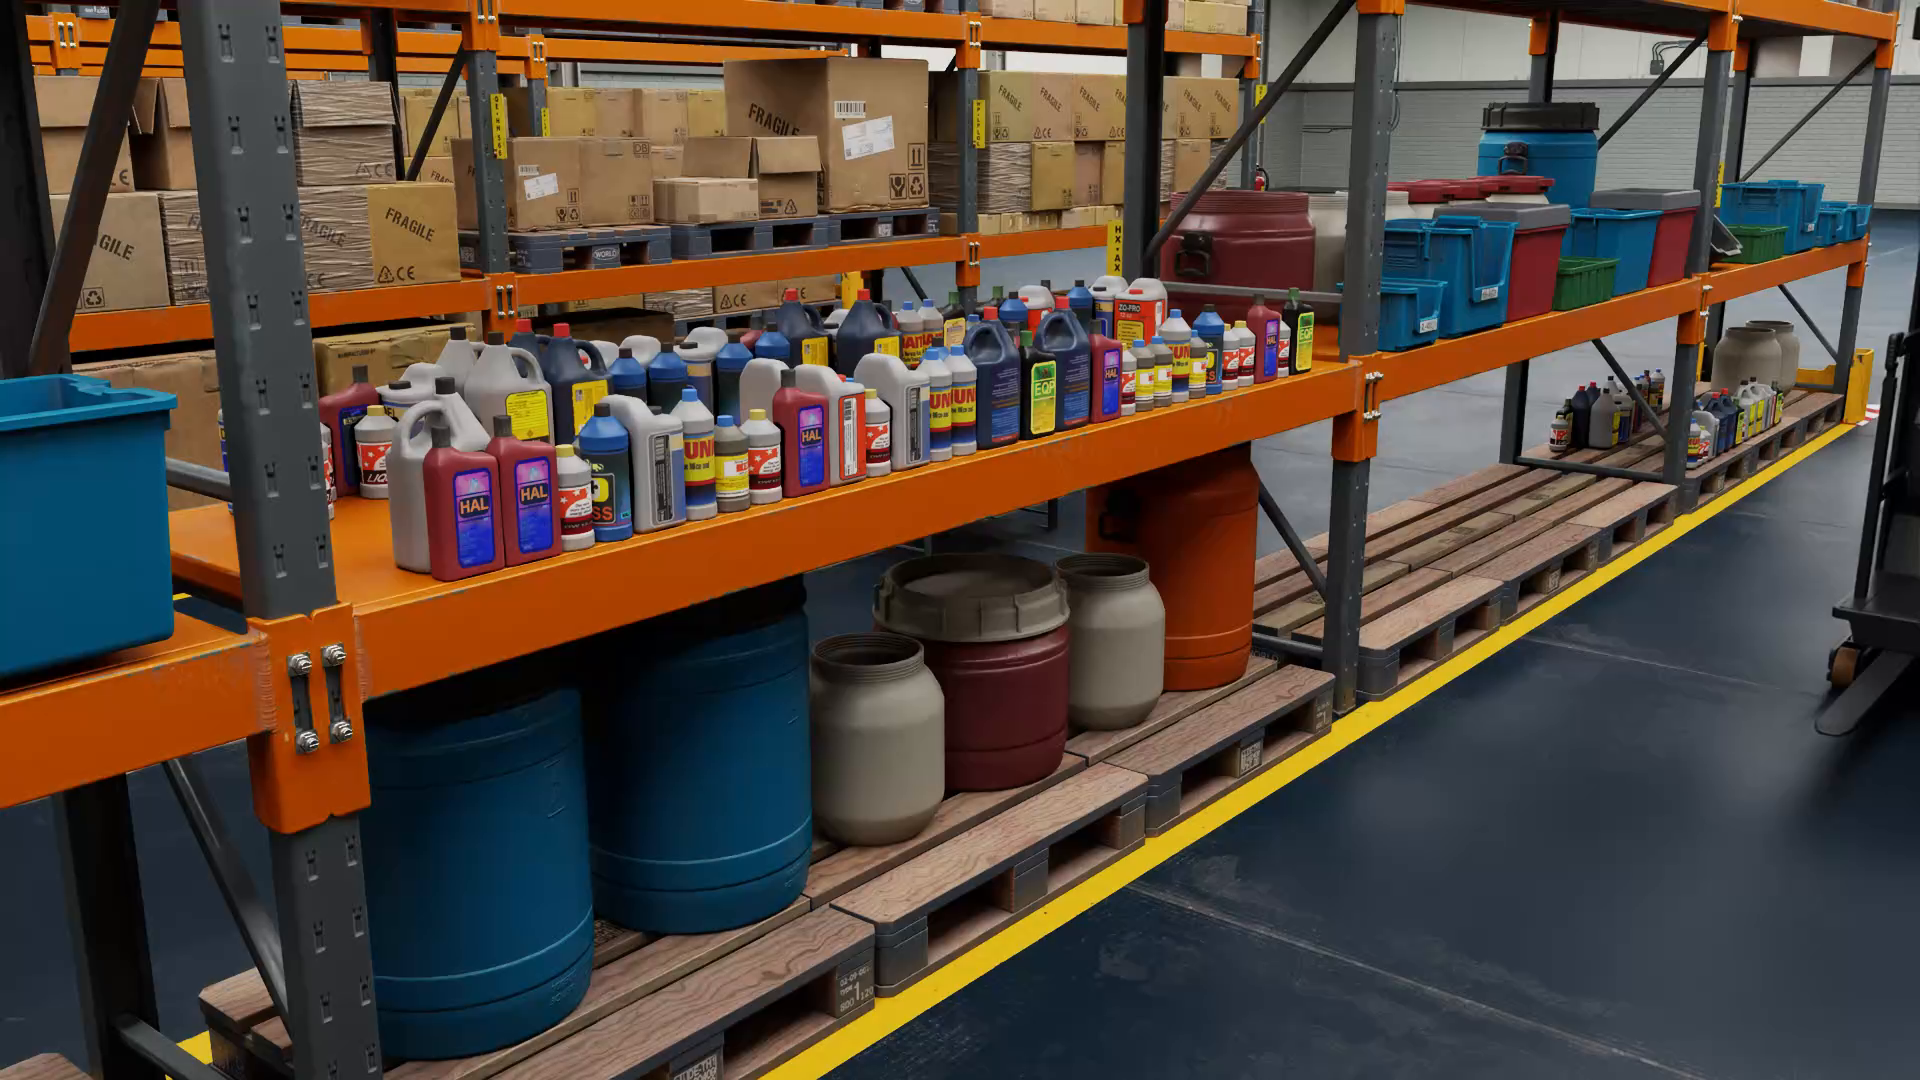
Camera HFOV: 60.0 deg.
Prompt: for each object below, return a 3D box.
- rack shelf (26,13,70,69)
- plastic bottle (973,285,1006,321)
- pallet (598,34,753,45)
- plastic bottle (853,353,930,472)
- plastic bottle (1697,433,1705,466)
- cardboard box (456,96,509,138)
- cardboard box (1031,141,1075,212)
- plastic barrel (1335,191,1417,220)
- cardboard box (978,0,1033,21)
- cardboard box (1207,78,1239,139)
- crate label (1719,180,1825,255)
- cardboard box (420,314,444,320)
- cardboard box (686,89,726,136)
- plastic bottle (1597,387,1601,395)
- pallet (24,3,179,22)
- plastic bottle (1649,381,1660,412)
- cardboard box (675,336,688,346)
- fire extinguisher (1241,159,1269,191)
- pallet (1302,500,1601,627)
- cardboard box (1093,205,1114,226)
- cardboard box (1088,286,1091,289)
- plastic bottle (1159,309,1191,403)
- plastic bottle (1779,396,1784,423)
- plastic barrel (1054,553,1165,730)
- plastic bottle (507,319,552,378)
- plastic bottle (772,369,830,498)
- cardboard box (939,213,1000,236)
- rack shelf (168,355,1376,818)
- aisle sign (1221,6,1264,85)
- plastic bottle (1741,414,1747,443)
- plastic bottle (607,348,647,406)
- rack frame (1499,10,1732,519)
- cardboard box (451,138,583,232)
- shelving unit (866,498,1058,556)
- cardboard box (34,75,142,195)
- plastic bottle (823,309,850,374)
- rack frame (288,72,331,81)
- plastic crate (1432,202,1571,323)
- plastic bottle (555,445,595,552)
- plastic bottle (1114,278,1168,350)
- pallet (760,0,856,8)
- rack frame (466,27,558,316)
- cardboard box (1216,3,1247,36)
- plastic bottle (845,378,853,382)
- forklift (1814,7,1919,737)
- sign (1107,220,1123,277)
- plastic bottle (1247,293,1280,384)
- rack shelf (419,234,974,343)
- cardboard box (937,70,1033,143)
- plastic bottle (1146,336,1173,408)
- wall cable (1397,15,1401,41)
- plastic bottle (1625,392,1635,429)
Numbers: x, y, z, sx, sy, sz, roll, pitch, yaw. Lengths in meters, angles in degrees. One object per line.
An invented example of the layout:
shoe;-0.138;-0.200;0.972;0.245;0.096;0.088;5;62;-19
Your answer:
rack shelf;-7.867;-3.169;10.373;1.077;0.370;4.000;11;18;38
plastic bottle;0.103;-0.696;5.509;0.061;0.283;0.133;11;18;38
pallet;-2.806;-5.011;16.344;1.003;0.211;1.213;11;18;38
plastic bottle;-0.162;-0.318;4.036;0.152;0.276;0.135;11;18;38
plastic bottle;4.156;-0.529;9.402;0.097;0.201;0.097;0;14;0
cardboard box;-4.403;-3.650;14.663;0.700;0.500;0.500;11;18;37
cardboard box;0.371;-2.785;12.687;0.875;0.500;0.500;11;18;38
plastic barrel;1.782;-1.258;7.256;0.421;0.512;0.421;0;14;0
cardboard box;0.180;-3.853;11.911;0.500;0.250;0.500;10;18;35
cardboard box;2.059;-3.725;14.357;0.500;0.500;0.500;11;18;38
crate label;5.119;-2.048;10.521;0.502;0.435;0.616;11;18;38
cardboard box;-5.025;-2.009;14.154;1.050;0.750;0.750;11;18;38
cardboard box;-2.809;-4.182;16.495;0.875;0.550;0.500;11;18;38
plastic bottle;3.922;-0.798;10.296;0.061;0.283;0.133;13;19;41
pallet;-6.247;-3.940;12.333;1.213;0.211;1.003;12;19;40
plastic bottle;4.618;-0.963;11.113;0.097;0.201;0.097;0;14;0
cardboard box;-1.720;-1.011;10.692;0.700;0.500;0.500;13;19;42
fire extinguisher;2.643;-3.105;14.909;0.296;0.674;0.183;11;18;38
pallet;2.321;0.083;7.866;1.003;0.211;1.213;11;18;38
cardboard box;1.000;-2.588;13.228;0.380;0.149;0.250;11;18;38
cardboard box;1.458;-1.947;14.418;0.500;0.500;0.500;-10;17;-35
plastic bottle;0.638;-0.549;4.954;0.097;0.271;0.097;0;14;0
plastic bottle;5.252;-0.863;10.716;0.097;0.201;0.097;0;14;0
plastic barrel;0.457;0.327;5.442;0.421;0.512;0.421;0;14;0
plastic bottle;-1.038;-0.365;4.069;0.144;0.351;0.185;11;18;38
plastic bottle;-0.357;-0.245;3.731;0.061;0.283;0.133;11;18;38
cardboard box;0.068;-2.298;12.089;0.380;0.149;0.250;11;18;38
rack shelf;-0.220;-0.161;4.627;1.077;0.370;4.000;11;18;38
aisle sign;2.485;-4.417;14.638;0.394;0.787;0.004;11;18;38
plastic bottle;4.696;-0.693;10.049;0.097;0.201;0.097;0;14;0
plastic bottle;-0.826;-0.341;4.134;0.097;0.271;0.097;0;14;0
rack frame;3.551;-1.659;9.062;1.000;3.000;0.127;11;18;38
cardboard box;-2.507;-2.021;9.431;0.500;0.500;0.500;9;17;31
shelving unit;-0.004;-0.544;8.479;0.538;1.125;1.048;11;18;38
cardboard box;-4.116;-1.803;7.387;0.797;0.503;0.637;12;19;39
plastic bottle;-0.358;-0.535;4.887;0.152;0.276;0.135;11;18;38
rack frame;-9.359;-5.493;24.152;1.000;3.000;0.127;11;18;38
plastic crate;2.290;-1.186;7.070;0.402;0.464;0.583;11;18;38
plastic bottle;-0.773;-0.085;3.271;0.097;0.201;0.097;0;14;0
plastic bottle;0.632;-0.777;5.840;0.152;0.276;0.135;11;18;38
pallet;-1.422;-3.488;10.548;1.213;0.211;1.003;11;18;38
rack frame;-4.096;-3.213;15.177;1.000;3.000;0.127;11;18;38
cardboard box;2.107;-4.441;14.225;0.500;0.250;0.500;12;18;39
plastic bottle;-0.271;-0.298;4.107;0.097;0.201;0.097;0;14;0
forklift;3.963;-0.827;5.926;1.130;2.935;3.031;12;18;38
sign;0.605;-1.056;6.356;0.100;0.325;0.005;11;18;38
plastic bottle;0.969;-0.649;5.322;0.061;0.283;0.133;11;18;38
rack shelf;-1.559;-1.694;10.660;1.077;0.370;4.000;11;18;38
cardboard box;0.179;-3.150;12.091;0.500;0.500;0.500;11;18;38
plastic bottle;0.577;-0.497;4.889;0.097;0.201;0.097;0;14;0
wall cable;13.342;-15.035;45.581;3.097;2.526;0.112;11;18;38
plastic bottle;4.151;-0.811;10.348;0.061;0.283;0.133;11;18;38
